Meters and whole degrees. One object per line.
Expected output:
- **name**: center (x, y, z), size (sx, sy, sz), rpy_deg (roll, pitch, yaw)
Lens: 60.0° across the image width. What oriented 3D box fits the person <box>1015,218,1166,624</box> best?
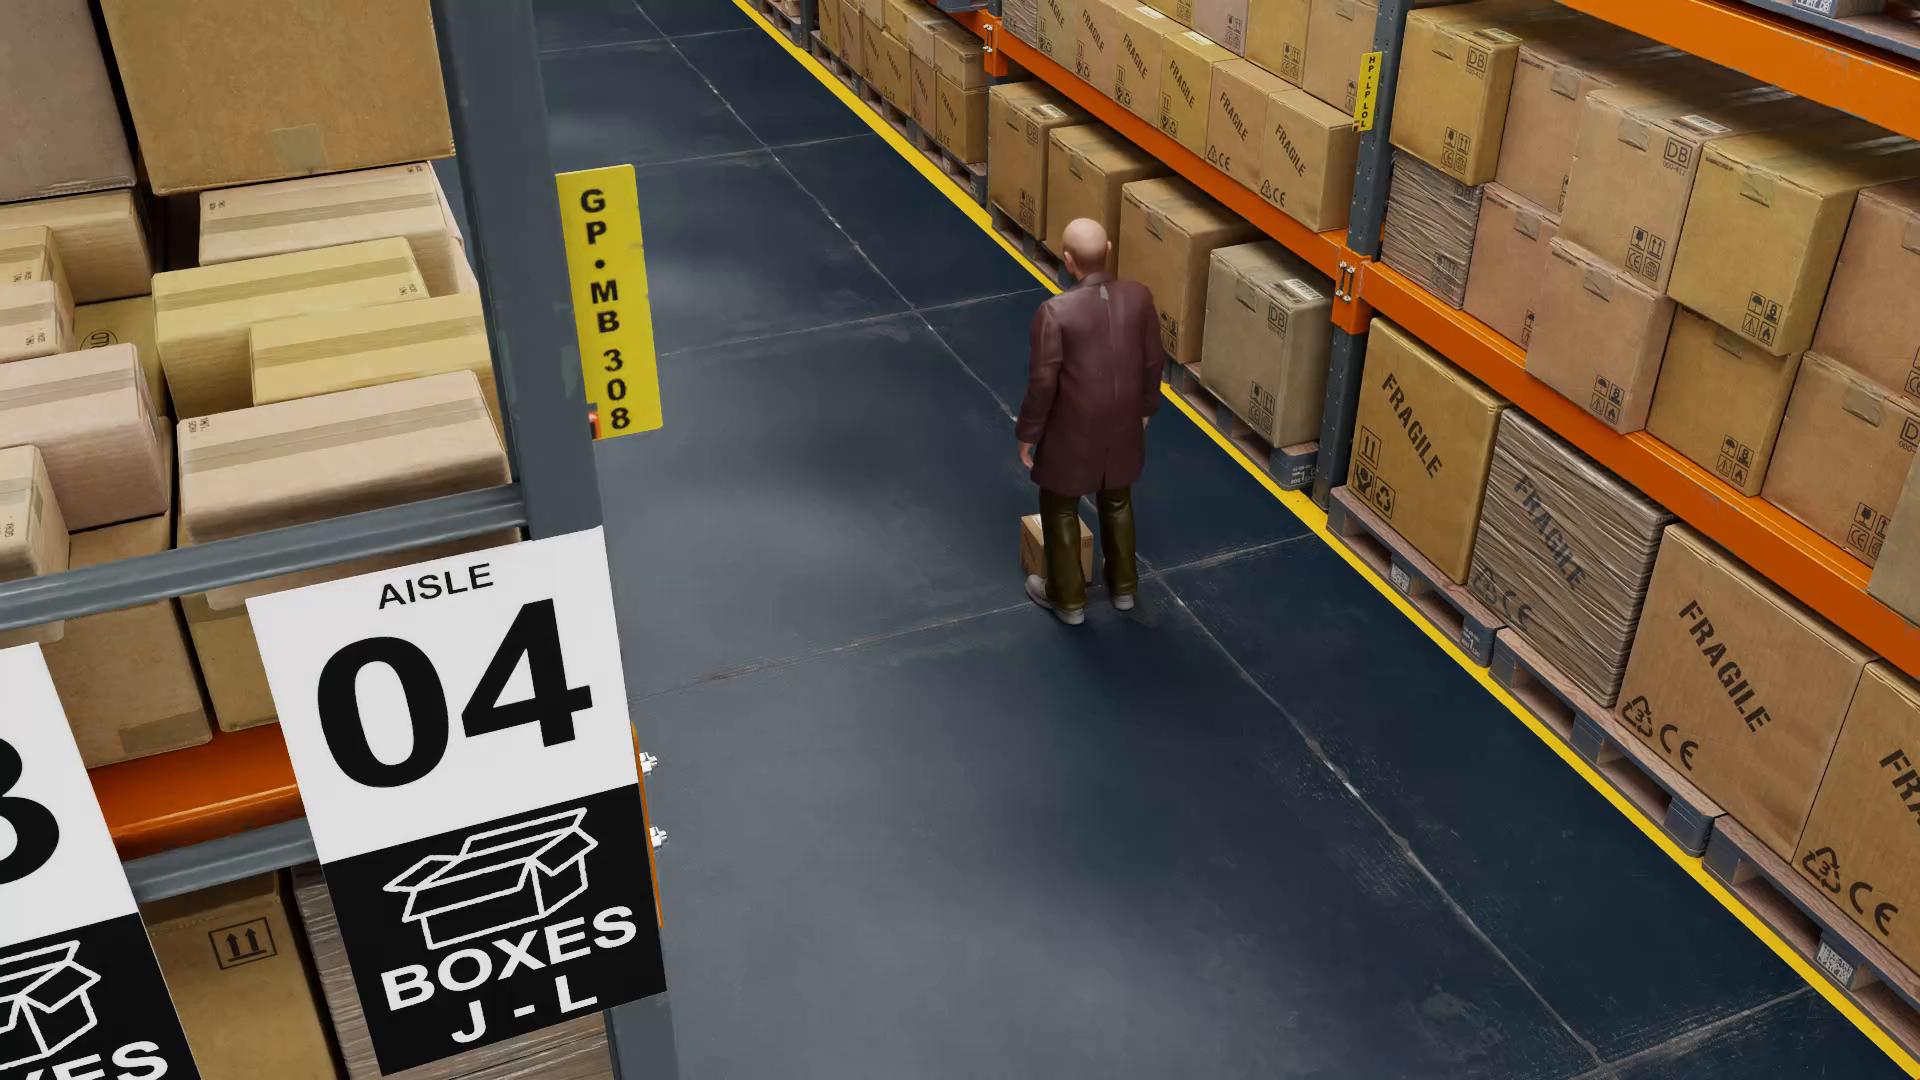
- **person**: center (0.530, -0.471, 6.878), size (0.652, 1.774, 0.417), rpy_deg (-13, 35, -20)
